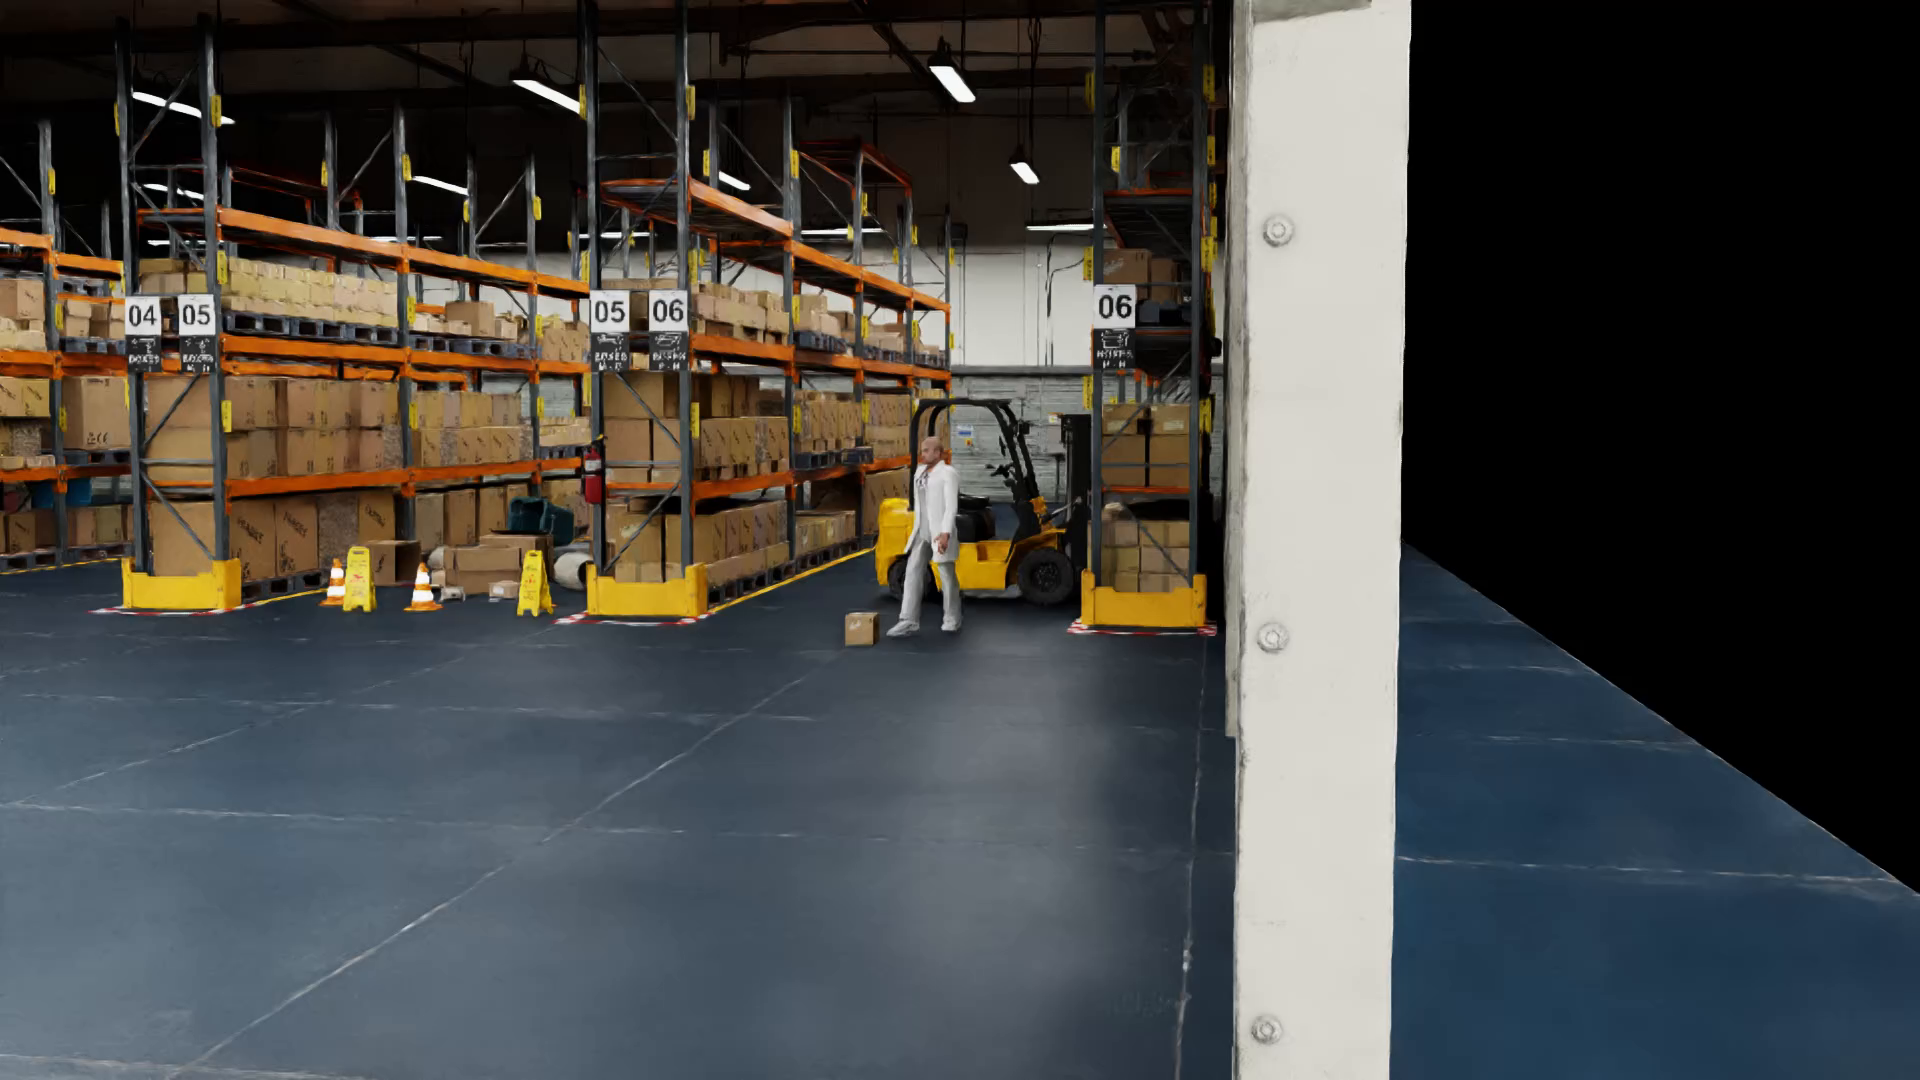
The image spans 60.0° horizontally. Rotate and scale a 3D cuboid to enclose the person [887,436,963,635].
[{"bbox_3d":[-0.289,-0.046,14.974,0.636,1.774,0.809,4,6,39],"label":"person"}]
